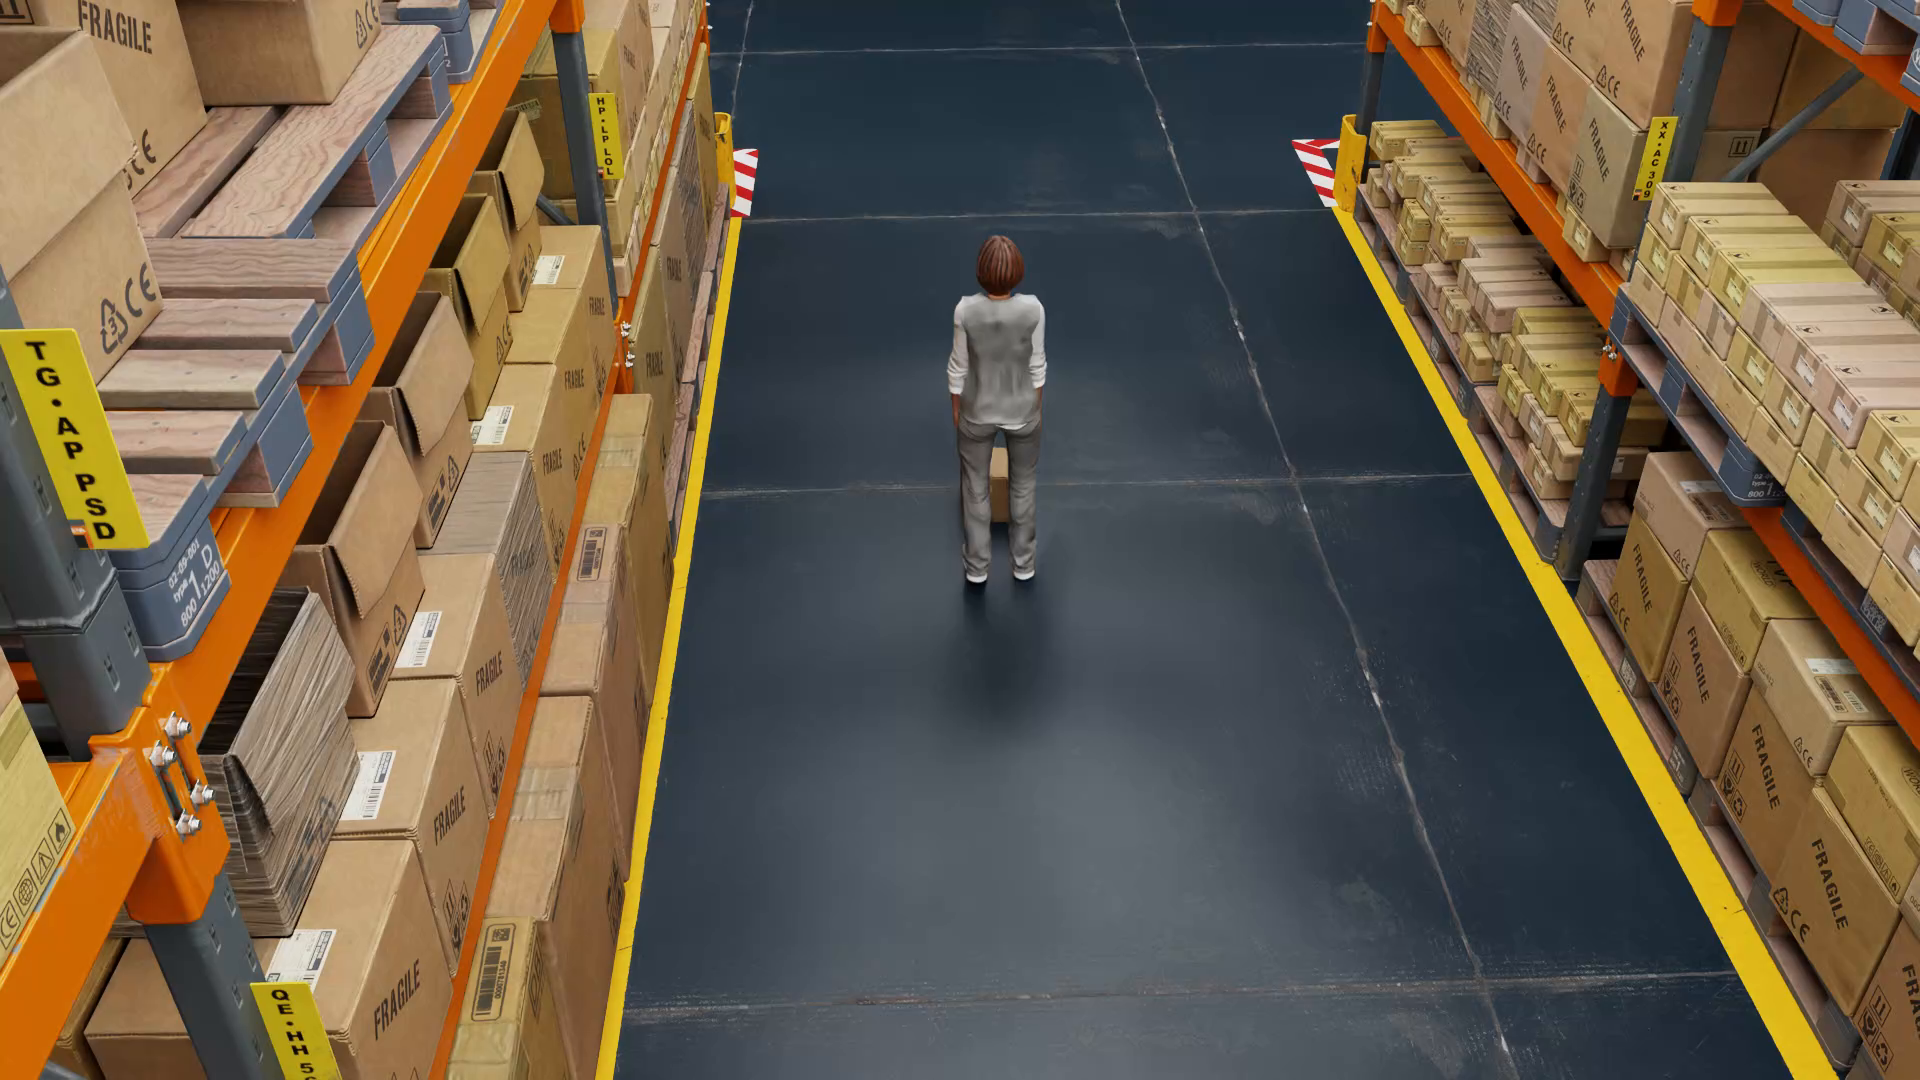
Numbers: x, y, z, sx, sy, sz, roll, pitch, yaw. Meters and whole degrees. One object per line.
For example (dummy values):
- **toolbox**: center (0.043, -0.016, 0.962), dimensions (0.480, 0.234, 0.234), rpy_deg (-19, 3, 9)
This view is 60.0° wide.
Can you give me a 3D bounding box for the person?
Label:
- **person**: center (0.148, -0.523, 6.887), dimensions (0.404, 1.598, 0.312), rpy_deg (-1, 36, -1)
